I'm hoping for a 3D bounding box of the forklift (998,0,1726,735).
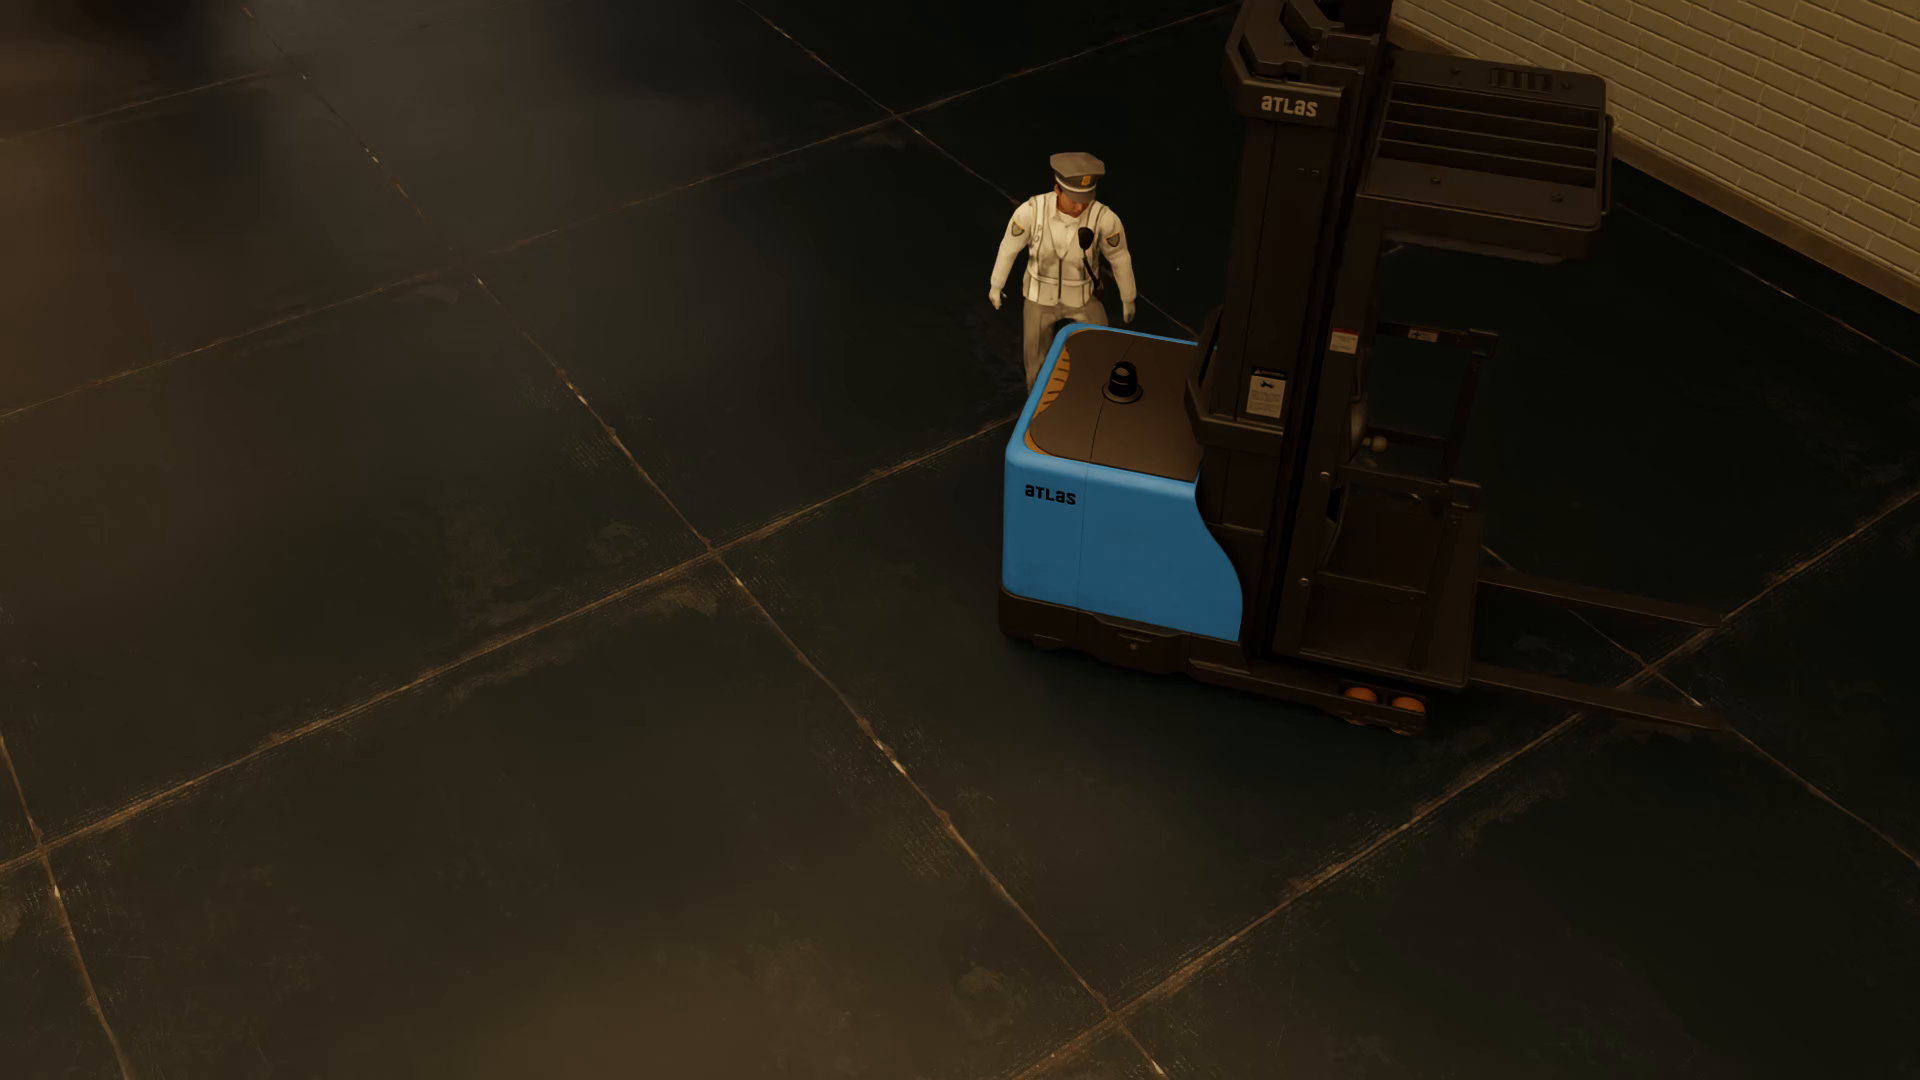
[{"bbox_3d":[1.744,-0.663,6.435,3.031,2.935,1.130,12,44,12],"label":"forklift"}]

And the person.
[{"bbox_3d":[0.522,-1.112,7.884,0.794,1.642,0.398,5,43,5],"label":"person"}]
